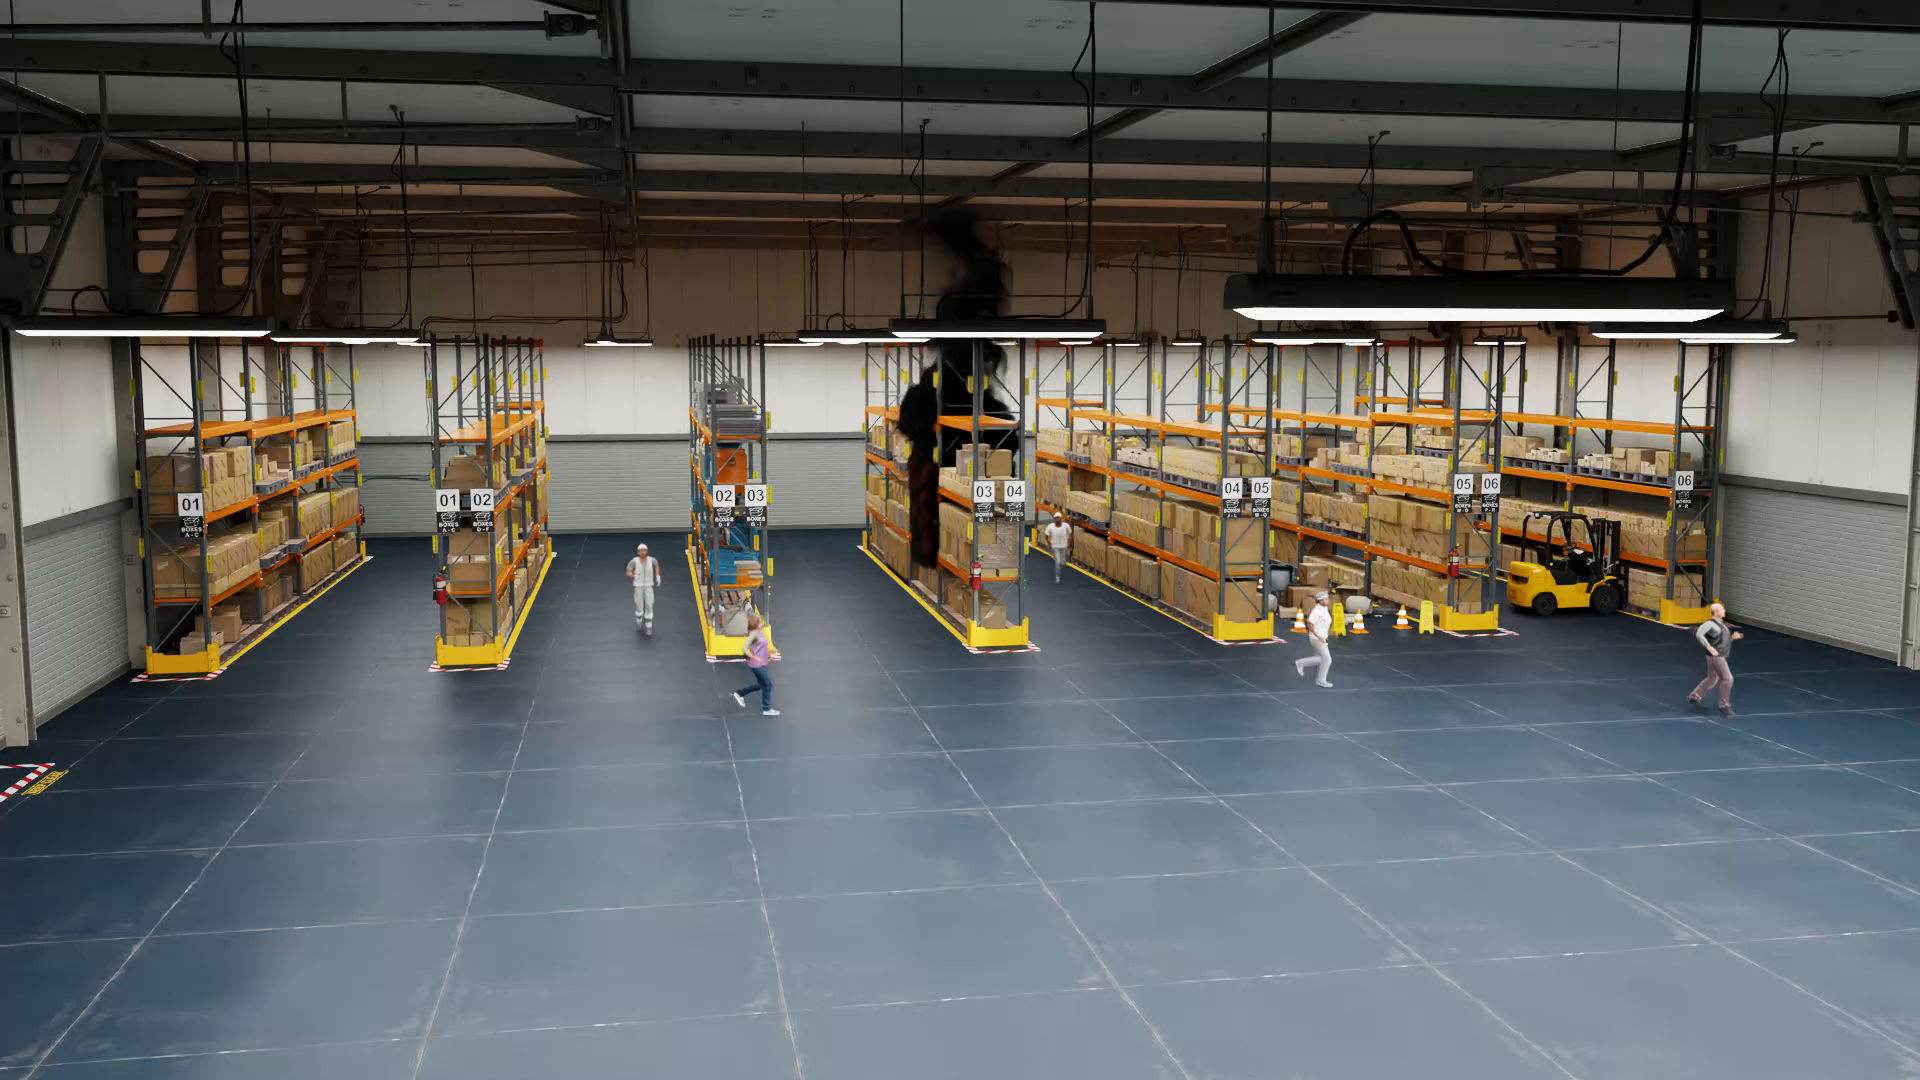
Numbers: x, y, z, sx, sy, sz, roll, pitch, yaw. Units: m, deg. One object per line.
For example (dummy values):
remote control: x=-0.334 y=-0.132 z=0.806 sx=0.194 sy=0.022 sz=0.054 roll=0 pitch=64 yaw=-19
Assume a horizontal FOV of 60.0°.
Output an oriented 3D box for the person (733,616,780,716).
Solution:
person: x=-3.202 y=1.966 z=26.047 sx=0.767 sy=1.564 sz=0.547 roll=1 pitch=7 yaw=8

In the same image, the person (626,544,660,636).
person: x=-6.401 y=0.984 z=33.648 sx=0.683 sy=1.844 sz=0.817 roll=-2 pitch=7 yaw=-16

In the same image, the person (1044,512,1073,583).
person: x=2.431 y=0.170 z=41.049 sx=0.704 sy=1.748 sz=0.656 roll=-1 pitch=7 yaw=-5

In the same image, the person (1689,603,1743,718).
person: x=11.873 y=1.874 z=26.132 sx=0.747 sy=1.774 sz=0.643 roll=4 pitch=8 yaw=33

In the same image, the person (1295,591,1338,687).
person: x=6.047 y=1.671 z=28.382 sx=0.697 sy=1.650 sz=0.557 roll=3 pitch=7 yaw=26
